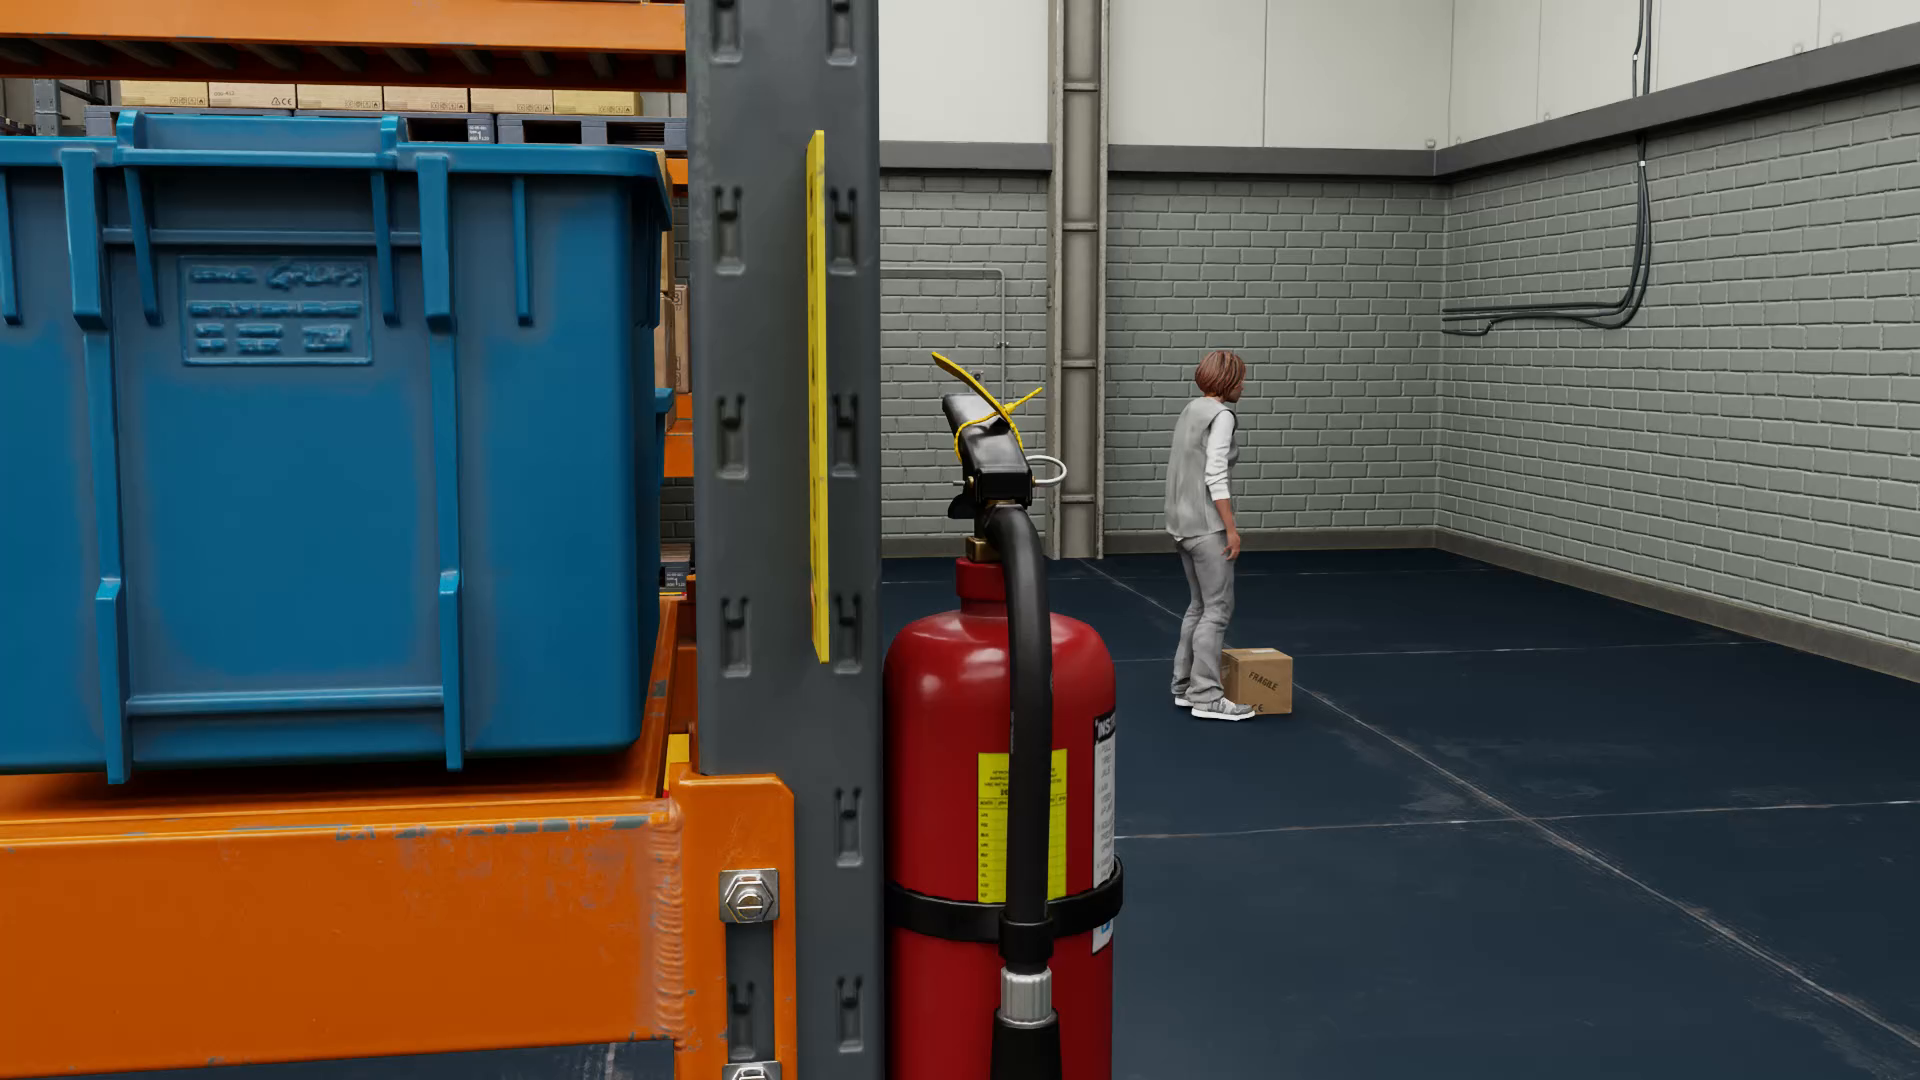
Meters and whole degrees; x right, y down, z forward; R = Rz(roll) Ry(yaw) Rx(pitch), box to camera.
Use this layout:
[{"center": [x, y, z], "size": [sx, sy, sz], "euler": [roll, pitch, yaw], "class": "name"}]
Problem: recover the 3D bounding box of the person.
[{"center": [1.085, -0.032, 7.298], "size": [0.340, 1.594, 0.484], "euler": [-1, 7, -12], "class": "person"}]
